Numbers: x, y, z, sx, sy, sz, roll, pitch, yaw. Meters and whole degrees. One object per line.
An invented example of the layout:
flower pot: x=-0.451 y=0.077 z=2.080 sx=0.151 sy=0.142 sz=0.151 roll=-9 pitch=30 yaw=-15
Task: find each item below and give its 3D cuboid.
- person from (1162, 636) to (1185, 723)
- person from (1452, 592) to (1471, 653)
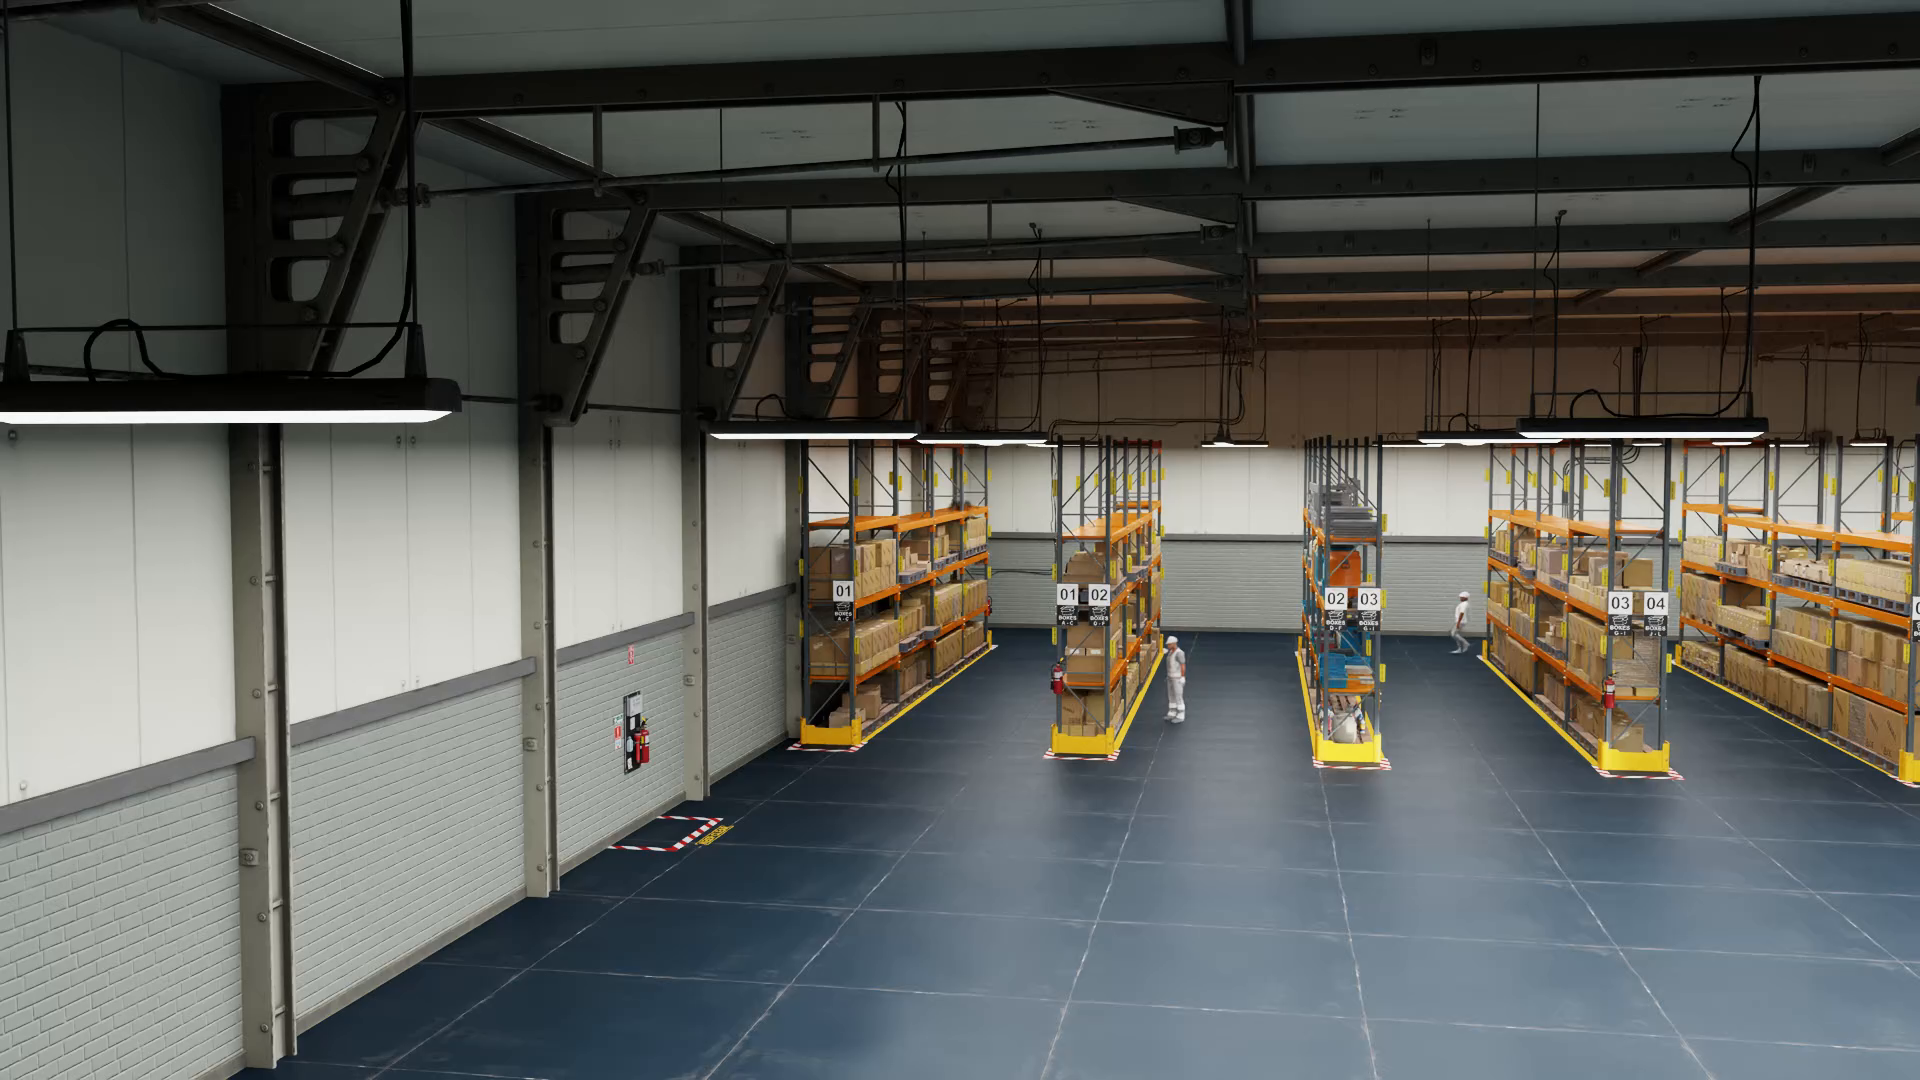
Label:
person: x=4.504 y=2.923 z=35.096 sx=0.396 sy=1.781 sz=0.620 roll=-1 pitch=3 yaw=-20
person: x=14.041 y=2.311 z=46.555 sx=0.511 sy=1.748 sz=0.588 roll=1 pitch=3 yaw=17
